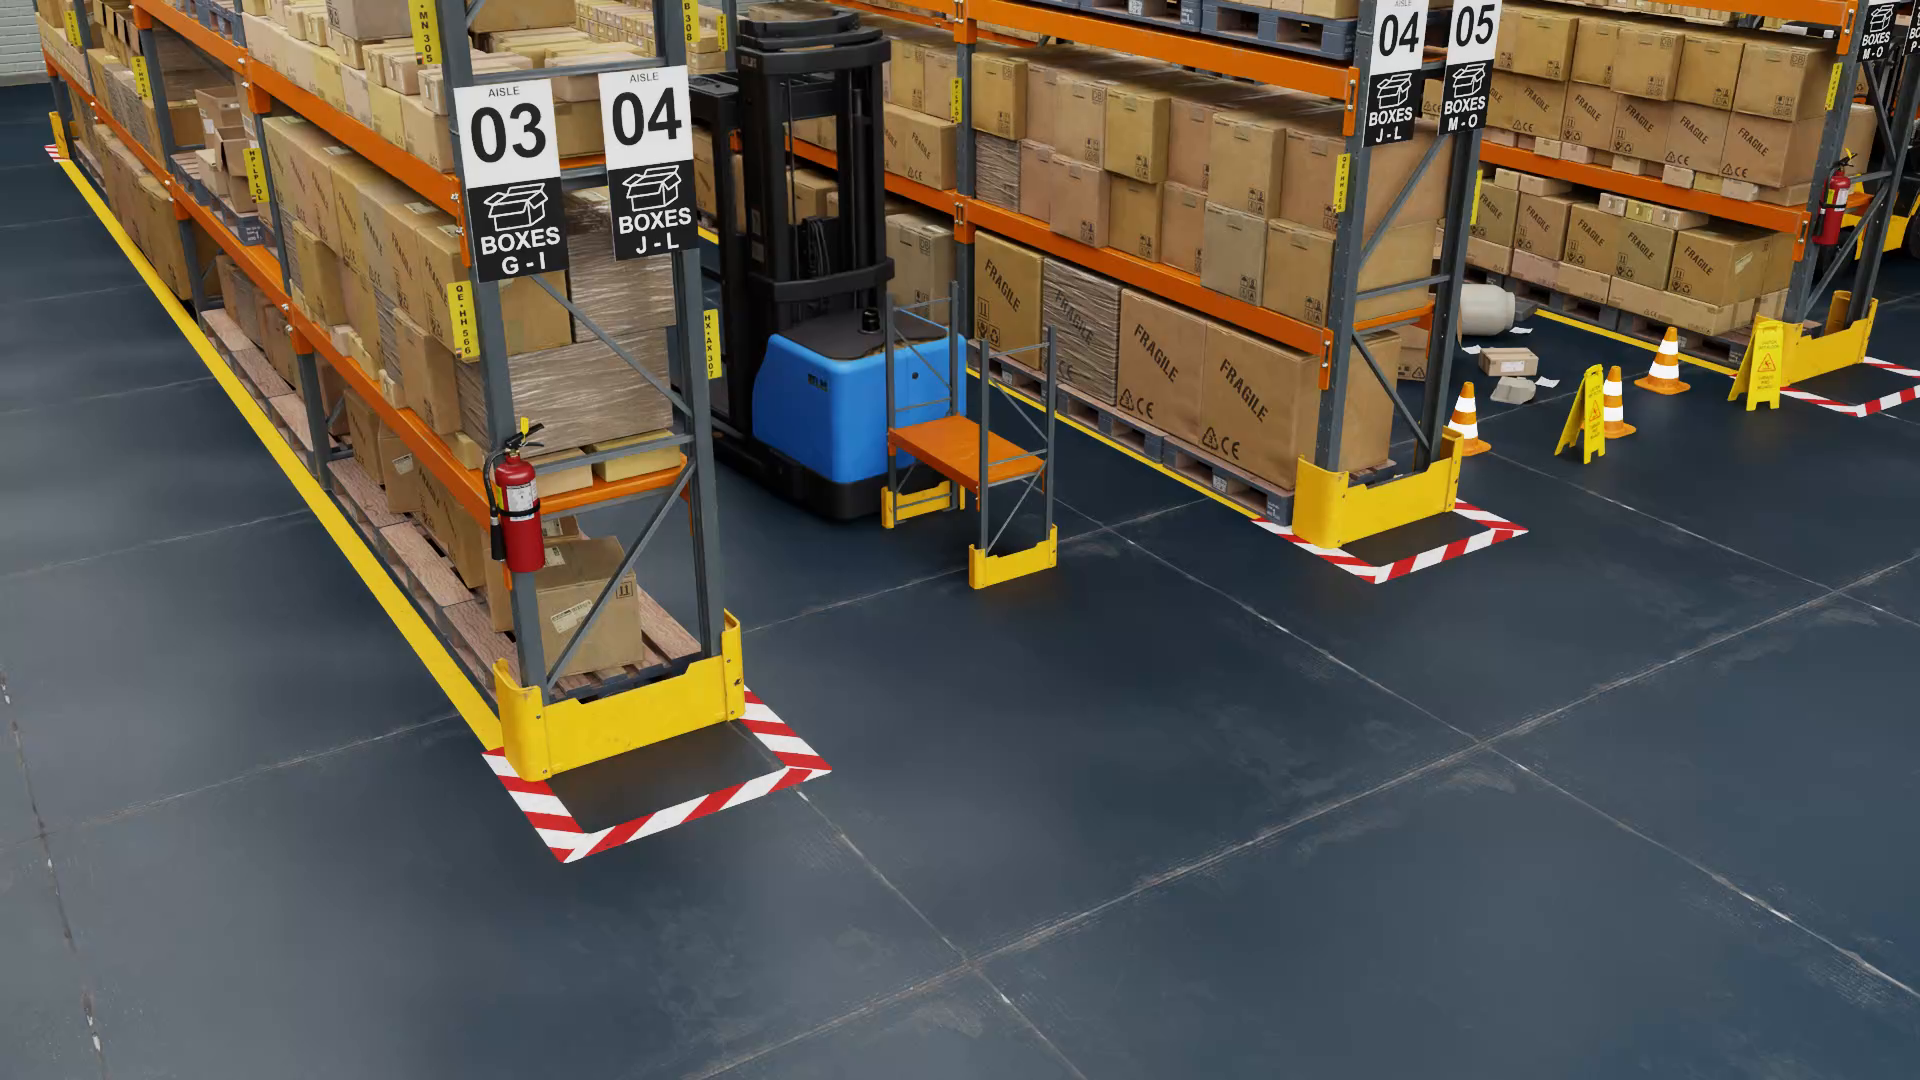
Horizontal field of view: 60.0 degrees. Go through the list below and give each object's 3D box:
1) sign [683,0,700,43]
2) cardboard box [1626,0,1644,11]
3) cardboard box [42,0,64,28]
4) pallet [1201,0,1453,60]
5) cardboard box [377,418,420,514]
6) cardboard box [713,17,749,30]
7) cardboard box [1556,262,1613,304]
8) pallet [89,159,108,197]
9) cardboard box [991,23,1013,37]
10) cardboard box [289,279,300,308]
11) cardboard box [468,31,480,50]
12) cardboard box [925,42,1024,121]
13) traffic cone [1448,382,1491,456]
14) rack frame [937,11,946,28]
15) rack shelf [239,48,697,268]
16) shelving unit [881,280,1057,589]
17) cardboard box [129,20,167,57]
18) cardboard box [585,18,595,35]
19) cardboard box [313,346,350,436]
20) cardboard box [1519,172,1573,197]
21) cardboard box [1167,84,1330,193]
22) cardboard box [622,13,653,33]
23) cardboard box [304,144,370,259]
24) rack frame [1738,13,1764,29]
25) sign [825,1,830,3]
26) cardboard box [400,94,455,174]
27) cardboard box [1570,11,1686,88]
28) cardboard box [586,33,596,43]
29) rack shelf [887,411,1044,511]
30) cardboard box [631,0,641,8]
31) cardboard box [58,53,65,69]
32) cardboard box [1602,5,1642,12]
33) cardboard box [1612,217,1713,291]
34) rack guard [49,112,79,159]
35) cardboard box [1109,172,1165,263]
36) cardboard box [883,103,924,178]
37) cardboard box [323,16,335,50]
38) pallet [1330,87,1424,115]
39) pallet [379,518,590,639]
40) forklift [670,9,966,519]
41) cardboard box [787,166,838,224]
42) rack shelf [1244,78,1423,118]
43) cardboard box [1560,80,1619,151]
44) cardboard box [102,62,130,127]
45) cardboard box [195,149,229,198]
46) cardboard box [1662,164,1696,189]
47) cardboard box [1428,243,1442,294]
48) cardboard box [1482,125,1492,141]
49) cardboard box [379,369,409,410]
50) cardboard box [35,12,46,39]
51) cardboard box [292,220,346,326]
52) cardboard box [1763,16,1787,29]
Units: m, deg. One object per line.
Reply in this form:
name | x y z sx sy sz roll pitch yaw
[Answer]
sign | -1.147 -2.255 6.975 0.100 0.325 0.005 -16 29 -30
cardboard box | 7.711 -6.043 18.660 0.380 0.149 0.250 -16 30 -31
cardboard box | -9.740 -5.908 18.199 0.500 0.500 0.500 -16 30 -31
pallet | 2.195 -3.075 9.841 1.003 0.211 1.213 -16 29 -30
cardboard box | -3.282 -0.511 10.255 0.500 0.500 0.500 -6 26 -13
cardboard box | -2.271 -5.192 16.841 0.380 0.149 0.250 -17 30 -32
cardboard box | 5.468 -2.232 14.193 0.500 0.250 0.500 -17 30 -31
pallet | -9.172 -4.134 18.761 1.003 0.211 1.213 -16 29 -30
cardboard box | 0.720 -6.319 20.299 0.500 0.250 0.500 -16 30 -30
cardboard box | -3.920 -1.546 10.306 0.380 0.149 0.250 -16 29 -30
cardboard box | -2.240 -2.471 8.165 0.380 0.149 0.250 -17 30 -32
cardboard box | 0.149 -3.600 13.075 0.700 0.500 0.500 -16 30 -30
traffic cone | 3.509 -0.870 11.550 0.336 0.463 0.334 -16 29 -30
rack frame | 0.150 -6.978 21.518 1.000 3.000 0.127 -16 29 -30
rack shelf | -2.694 -2.123 8.562 1.077 0.370 4.000 -16 29 -30
shelving unit | 0.042 -0.651 9.872 0.587 1.500 1.083 -16 29 -30
cardboard box | -6.708 -4.236 14.416 0.797 0.503 0.637 -15 29 -28
cardboard box | -3.828 -5.567 17.982 0.380 0.149 0.250 -15 29 -28
cardboard box | -4.103 -1.100 11.480 0.700 0.500 0.500 -18 31 -33
cardboard box | 5.063 -3.084 14.359 0.380 0.149 0.250 -14 29 -27
cardboard box | 1.870 -2.601 10.806 0.875 0.550 0.550 -16 29 -30
cardboard box | -3.255 -5.328 17.127 0.380 0.149 0.250 -15 29 -28
cardboard box | -3.206 -1.861 9.042 0.500 0.500 0.500 -16 29 -30
rack frame | 8.674 -5.275 17.910 1.000 3.000 0.127 -16 29 -30
sign | -1.295 -5.012 15.996 0.100 0.325 0.005 -16 29 -30
cardboard box | -2.078 -1.778 7.165 0.500 0.250 0.500 -15 29 -28
cardboard box | 5.449 -4.002 13.576 0.700 0.500 0.500 -16 29 -30
cardboard box | -3.823 -5.428 18.038 0.380 0.149 0.250 -15 29 -29
rack shelf | 0.047 -0.485 9.942 0.538 0.185 1.000 -16 29 -30
cardboard box | -3.412 -5.940 18.424 0.380 0.149 0.250 -17 30 -31
cardboard box | -9.578 -5.232 18.113 0.380 0.149 0.250 -16 30 -31
cardboard box | 7.631 -5.915 18.857 0.500 0.250 0.500 -15 29 -29
cardboard box | 5.758 -2.383 13.635 0.500 0.500 0.500 -14 29 -28
rack guard | -10.349 -4.977 20.208 1.175 0.500 0.348 -16 29 -30
cardboard box | 1.525 -2.287 11.406 0.875 0.550 0.500 -16 29 -30
cardboard box | -0.359 -3.277 13.561 0.500 0.500 0.500 -16 30 -30
cardboard box | -2.954 -2.546 8.325 0.380 0.149 0.250 -15 29 -28
pallet | 4.222 -4.337 16.148 1.003 0.211 1.213 -16 29 -30
pallet | -2.719 0.123 9.743 1.003 0.211 1.213 -16 29 -30
forklift | -1.233 -2.020 11.095 1.130 2.935 3.031 -18 31 -33
cardboard box | -1.021 -2.979 15.191 1.050 0.750 0.750 -15 29 -29
rack shelf | 3.426 -4.507 17.125 1.077 0.370 4.000 -16 29 -30
cardboard box | 5.374 -3.541 13.772 0.500 0.500 0.500 -15 29 -29
cardboard box | -7.563 -4.132 15.372 0.500 0.500 0.500 -16 30 -31
cardboard box | -5.247 -2.707 12.154 0.500 0.250 0.500 -16 30 -31
cardboard box | 5.799 -2.903 13.179 0.380 0.149 0.250 -15 29 -29
cardboard box | 3.962 -2.287 14.506 0.500 0.500 0.500 3 25 6
cardboard box | 4.773 -3.649 14.761 0.380 0.149 0.250 -16 29 -30
cardboard box | -2.837 -0.829 8.786 0.380 0.149 0.250 -16 29 -30
cardboard box | -10.300 -5.931 19.128 0.500 0.250 0.500 -16 30 -31
cardboard box | -3.348 -1.624 9.712 0.875 0.500 0.500 -16 29 -30
cardboard box | 8.628 -5.438 17.378 0.380 0.149 0.250 -16 30 -30
